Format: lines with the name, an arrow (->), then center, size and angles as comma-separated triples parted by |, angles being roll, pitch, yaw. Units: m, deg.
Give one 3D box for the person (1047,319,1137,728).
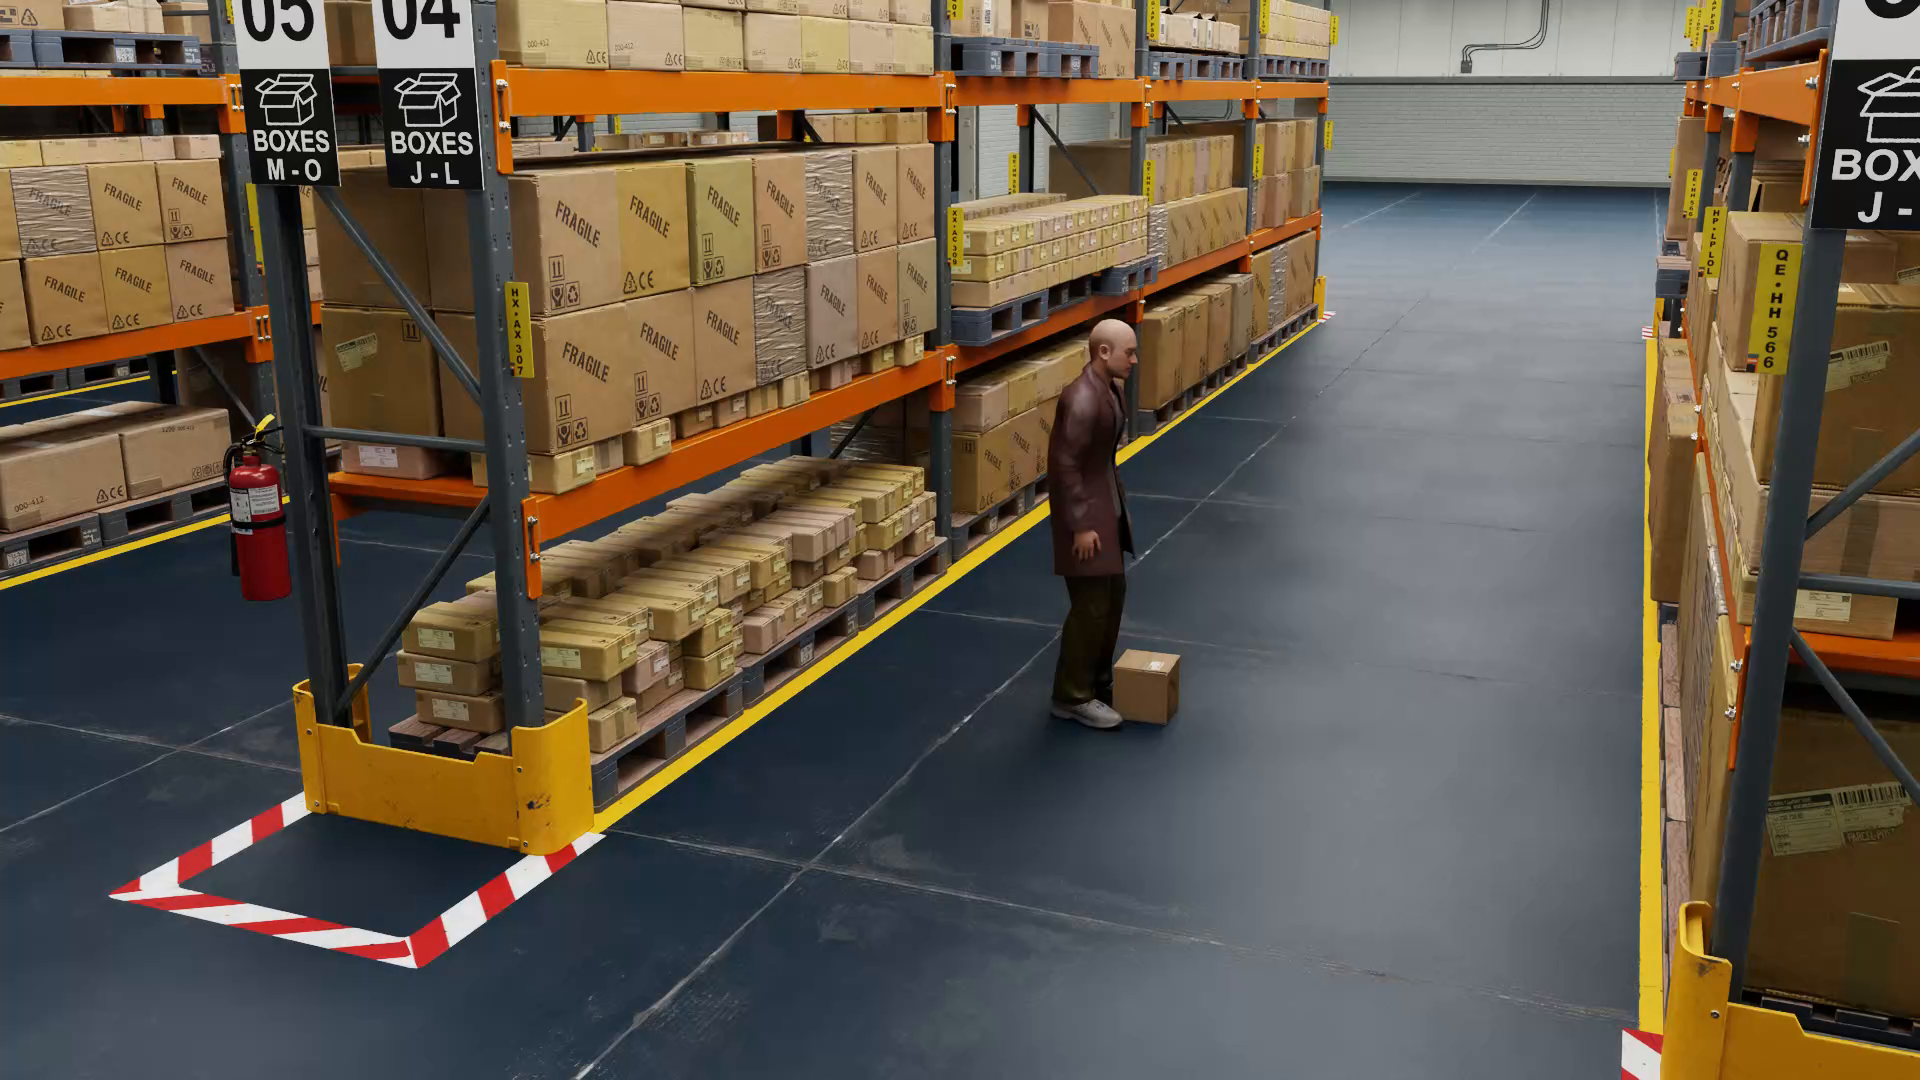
person -> 0.604, -0.110, 7.393 | 0.426, 1.739, 0.640 | 6, 16, 20
